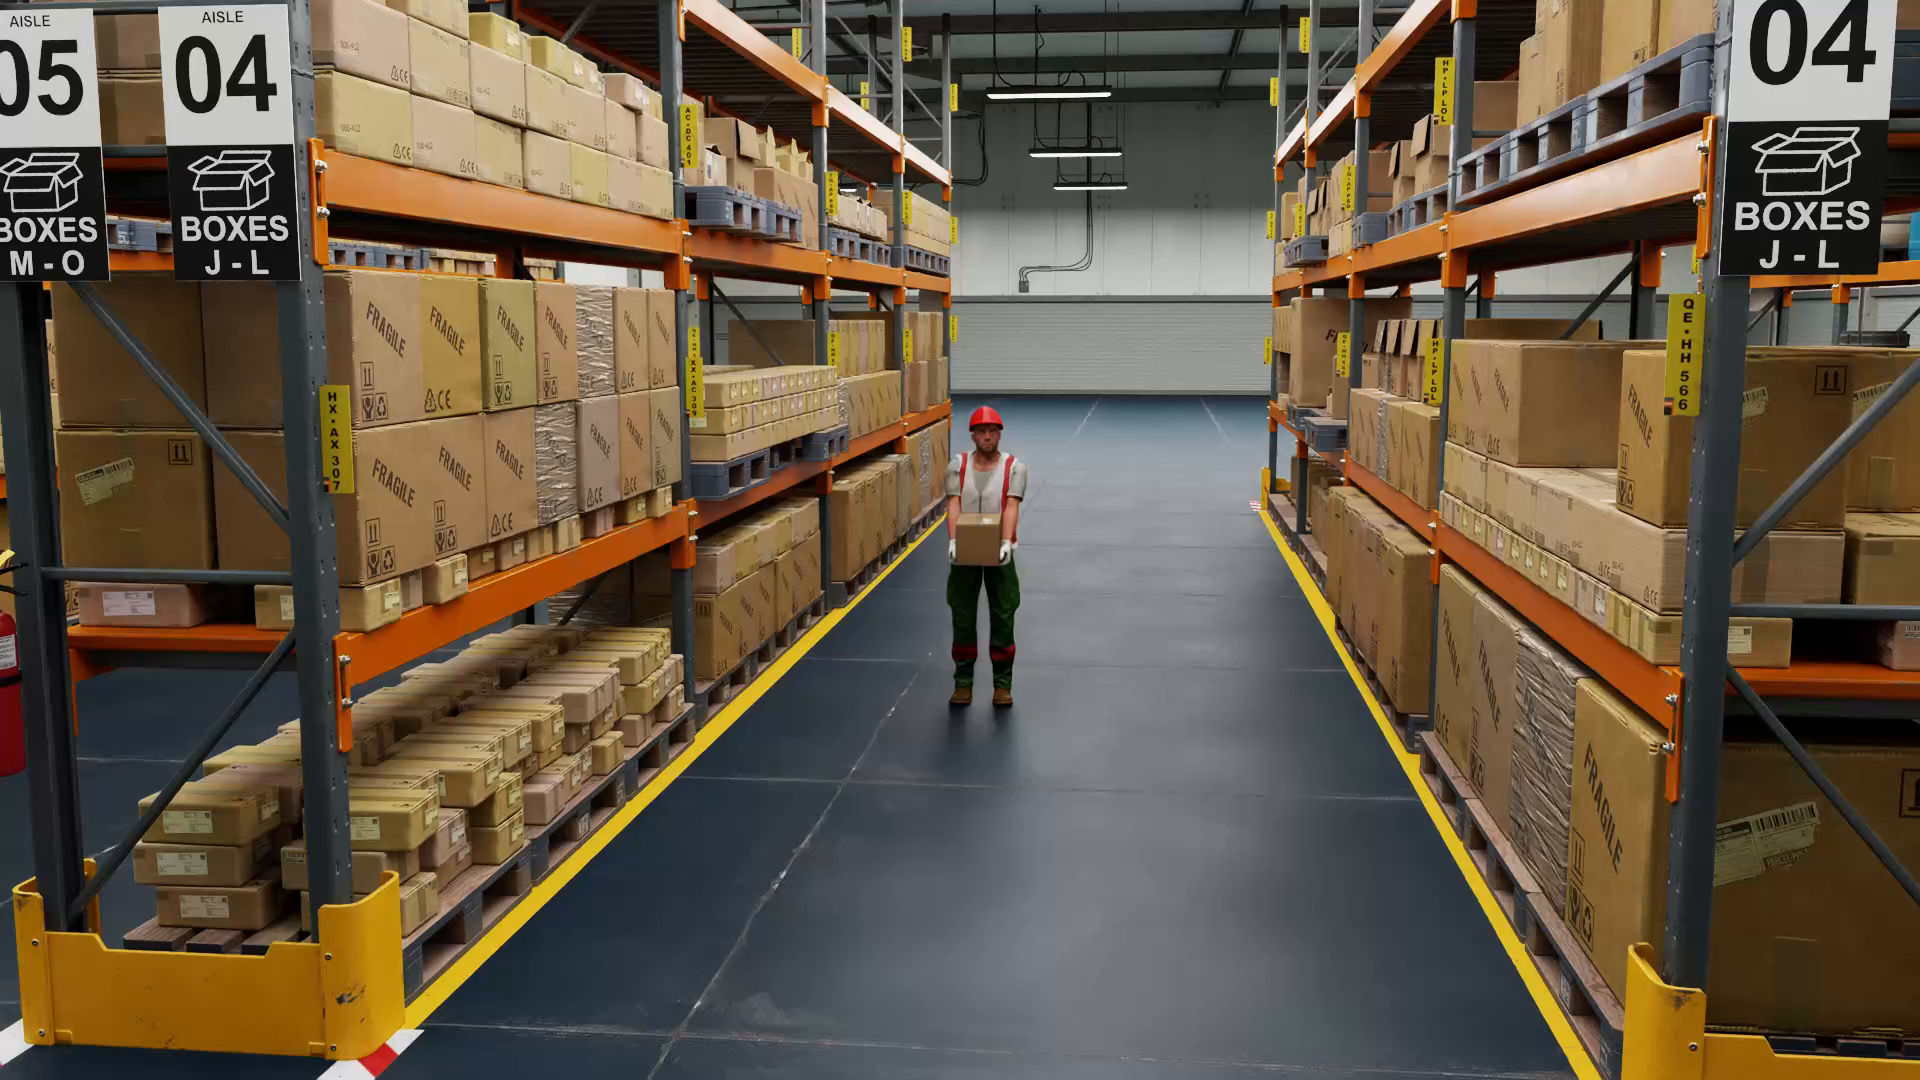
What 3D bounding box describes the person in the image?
[{"bbox_3d":[0.144,0.104,9.908,0.495,1.786,0.556,1,8,5],"label":"person"}]
